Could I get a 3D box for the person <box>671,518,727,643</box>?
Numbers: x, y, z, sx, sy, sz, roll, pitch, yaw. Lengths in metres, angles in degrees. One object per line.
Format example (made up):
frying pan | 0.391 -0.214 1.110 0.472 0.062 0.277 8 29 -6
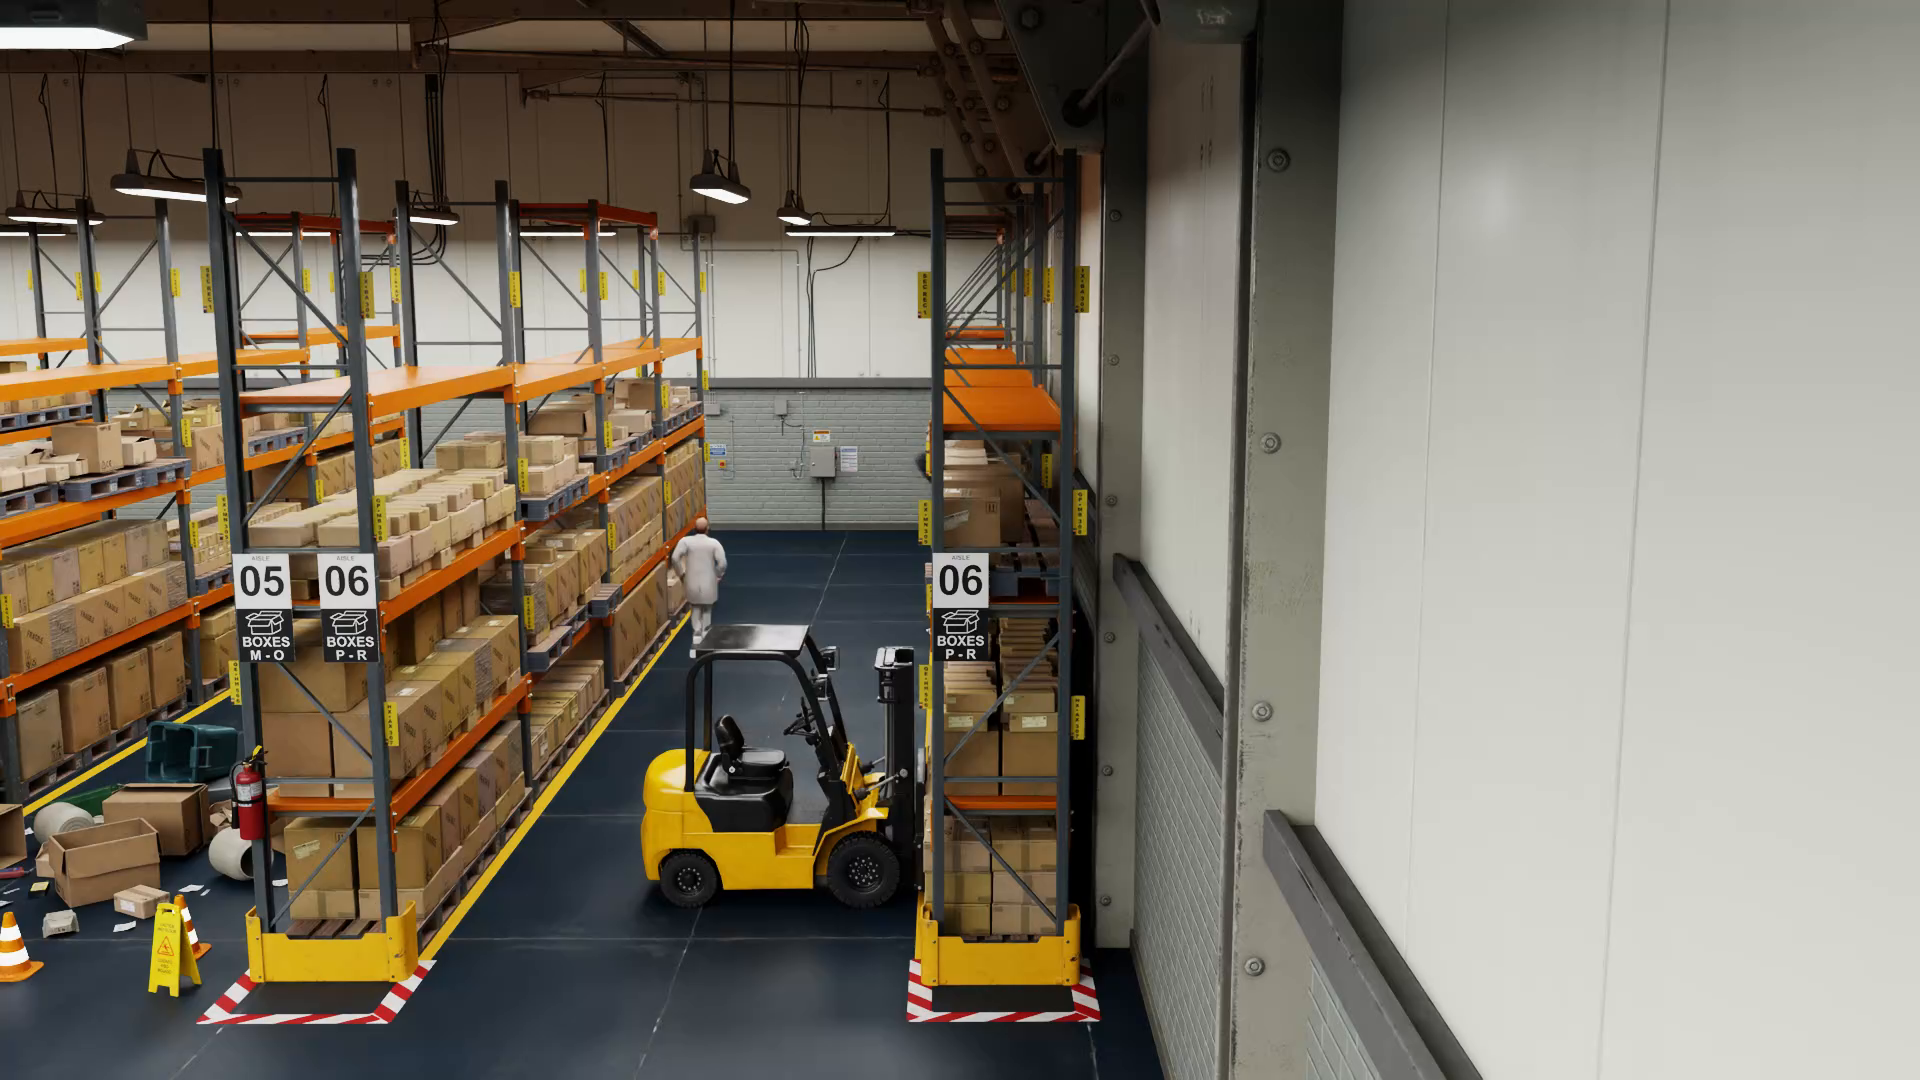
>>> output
person | -3.373 0.570 21.699 0.707 1.757 0.534 0 9 1
